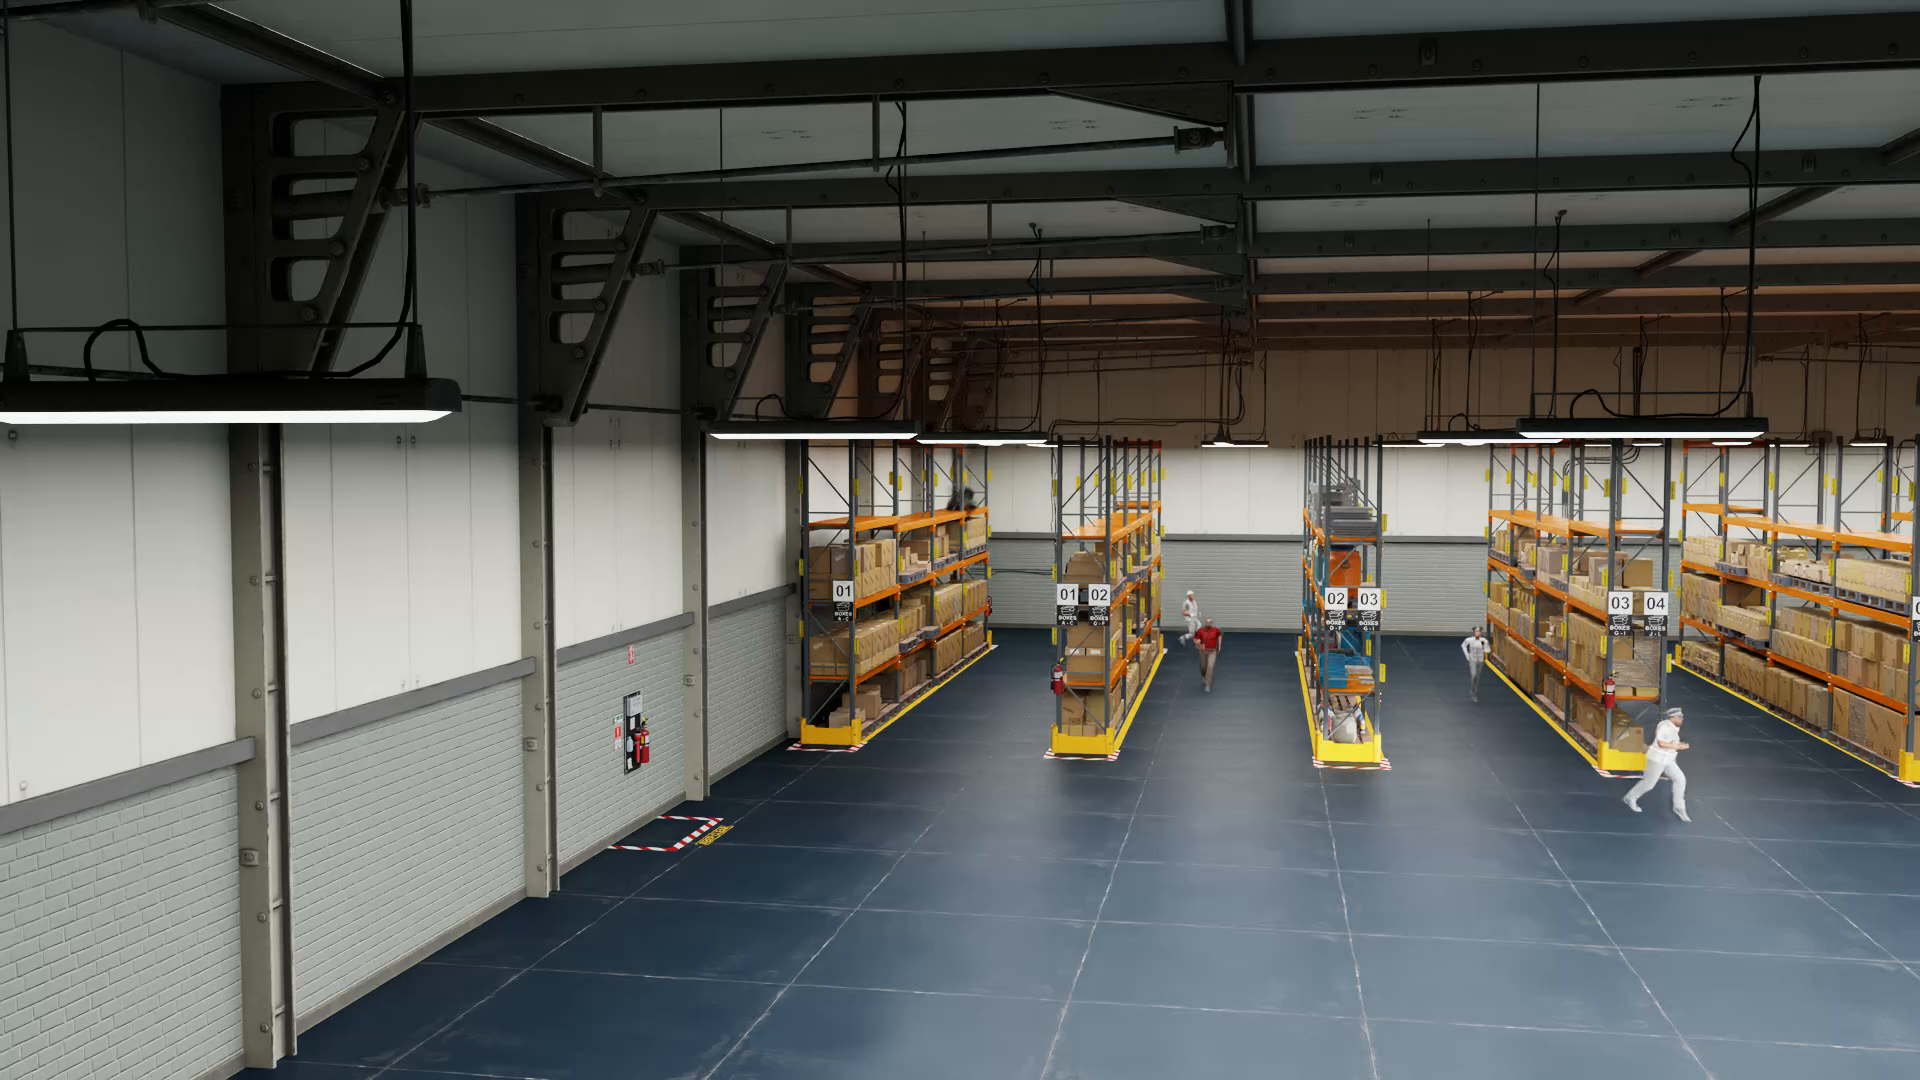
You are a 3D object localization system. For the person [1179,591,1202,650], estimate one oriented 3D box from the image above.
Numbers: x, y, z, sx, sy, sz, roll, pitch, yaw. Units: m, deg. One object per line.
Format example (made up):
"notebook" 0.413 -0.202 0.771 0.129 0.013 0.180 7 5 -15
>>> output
"person" 6.611 2.304 47.703 0.711 1.720 0.685 3 4 41

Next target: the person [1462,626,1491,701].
"person" 11.887 2.823 38.279 0.589 1.742 0.796 0 3 2

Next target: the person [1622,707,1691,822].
"person" 10.852 3.464 25.889 1.015 1.798 0.658 3 4 44

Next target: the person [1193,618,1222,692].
"person" 5.932 2.720 39.838 0.686 1.729 0.998 0 3 5
